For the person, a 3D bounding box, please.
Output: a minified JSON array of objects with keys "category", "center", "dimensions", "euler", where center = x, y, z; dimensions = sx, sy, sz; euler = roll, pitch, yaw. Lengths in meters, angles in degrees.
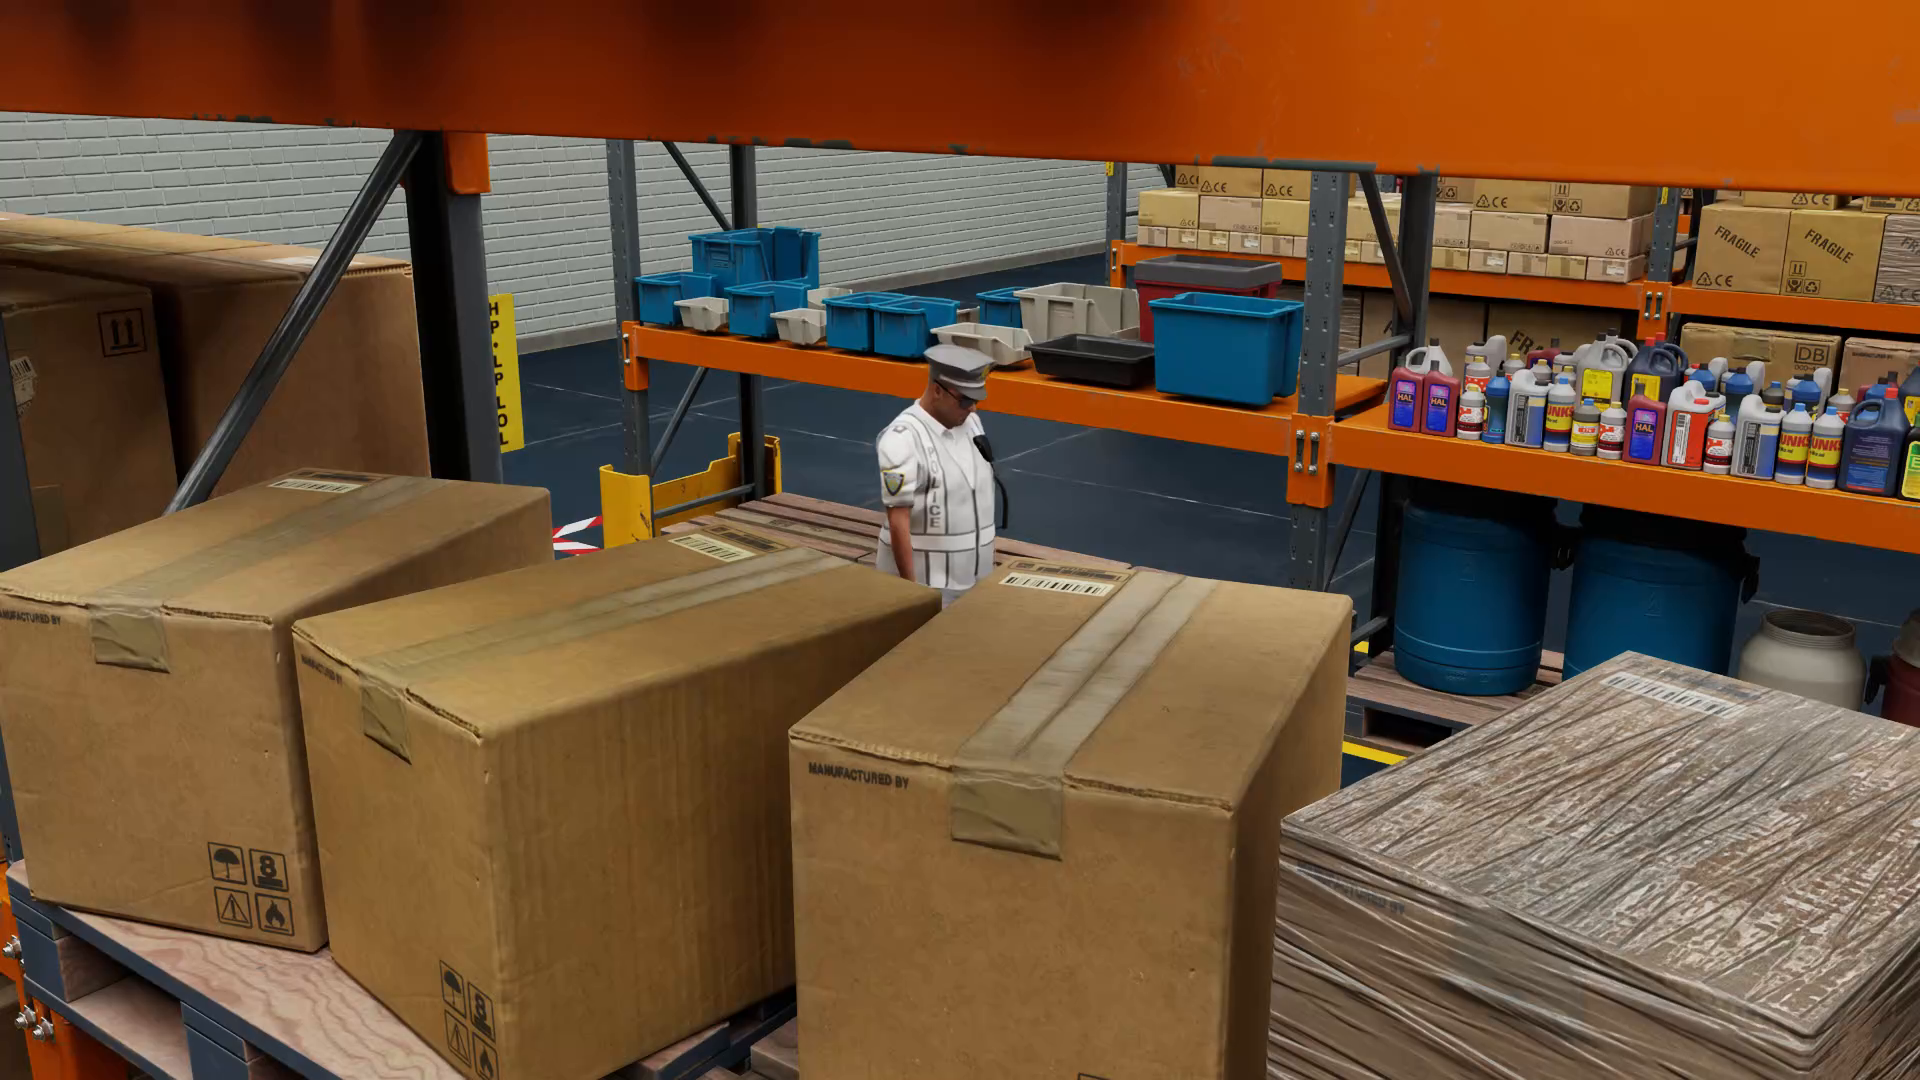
[{"category":"person","center":[-0.065,0.146,6.082],"dimensions":[0.394,1.731,0.538],"euler":[12,20,36]}]
